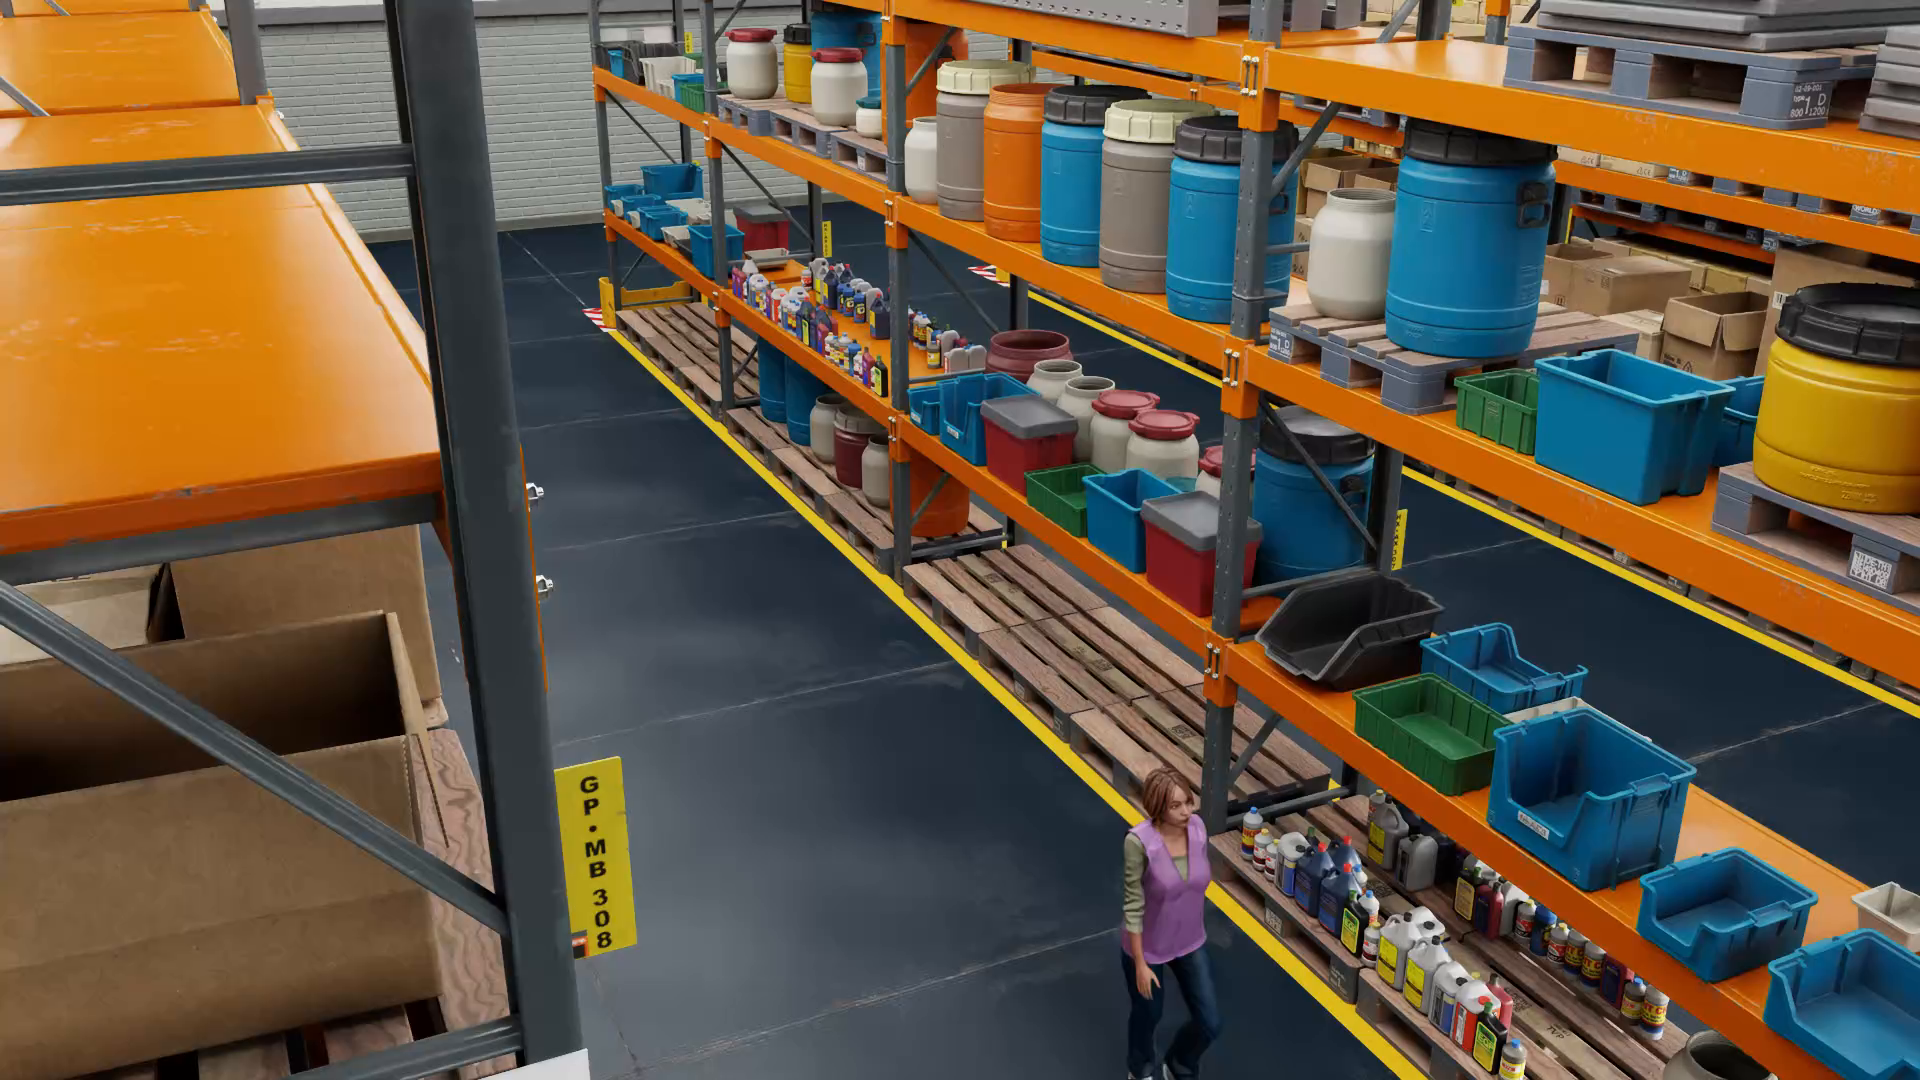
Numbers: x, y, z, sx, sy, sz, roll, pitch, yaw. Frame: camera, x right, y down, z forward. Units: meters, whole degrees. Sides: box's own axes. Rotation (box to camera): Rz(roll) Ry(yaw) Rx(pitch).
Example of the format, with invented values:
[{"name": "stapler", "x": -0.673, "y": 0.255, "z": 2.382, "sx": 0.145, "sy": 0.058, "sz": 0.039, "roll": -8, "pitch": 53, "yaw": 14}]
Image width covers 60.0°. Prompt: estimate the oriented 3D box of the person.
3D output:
[{"name": "person", "x": 0.827, "y": 1.645, "z": 6.653, "sx": 0.405, "sy": 1.619, "sz": 0.461, "roll": -8, "pitch": 23, "yaw": -18}]
